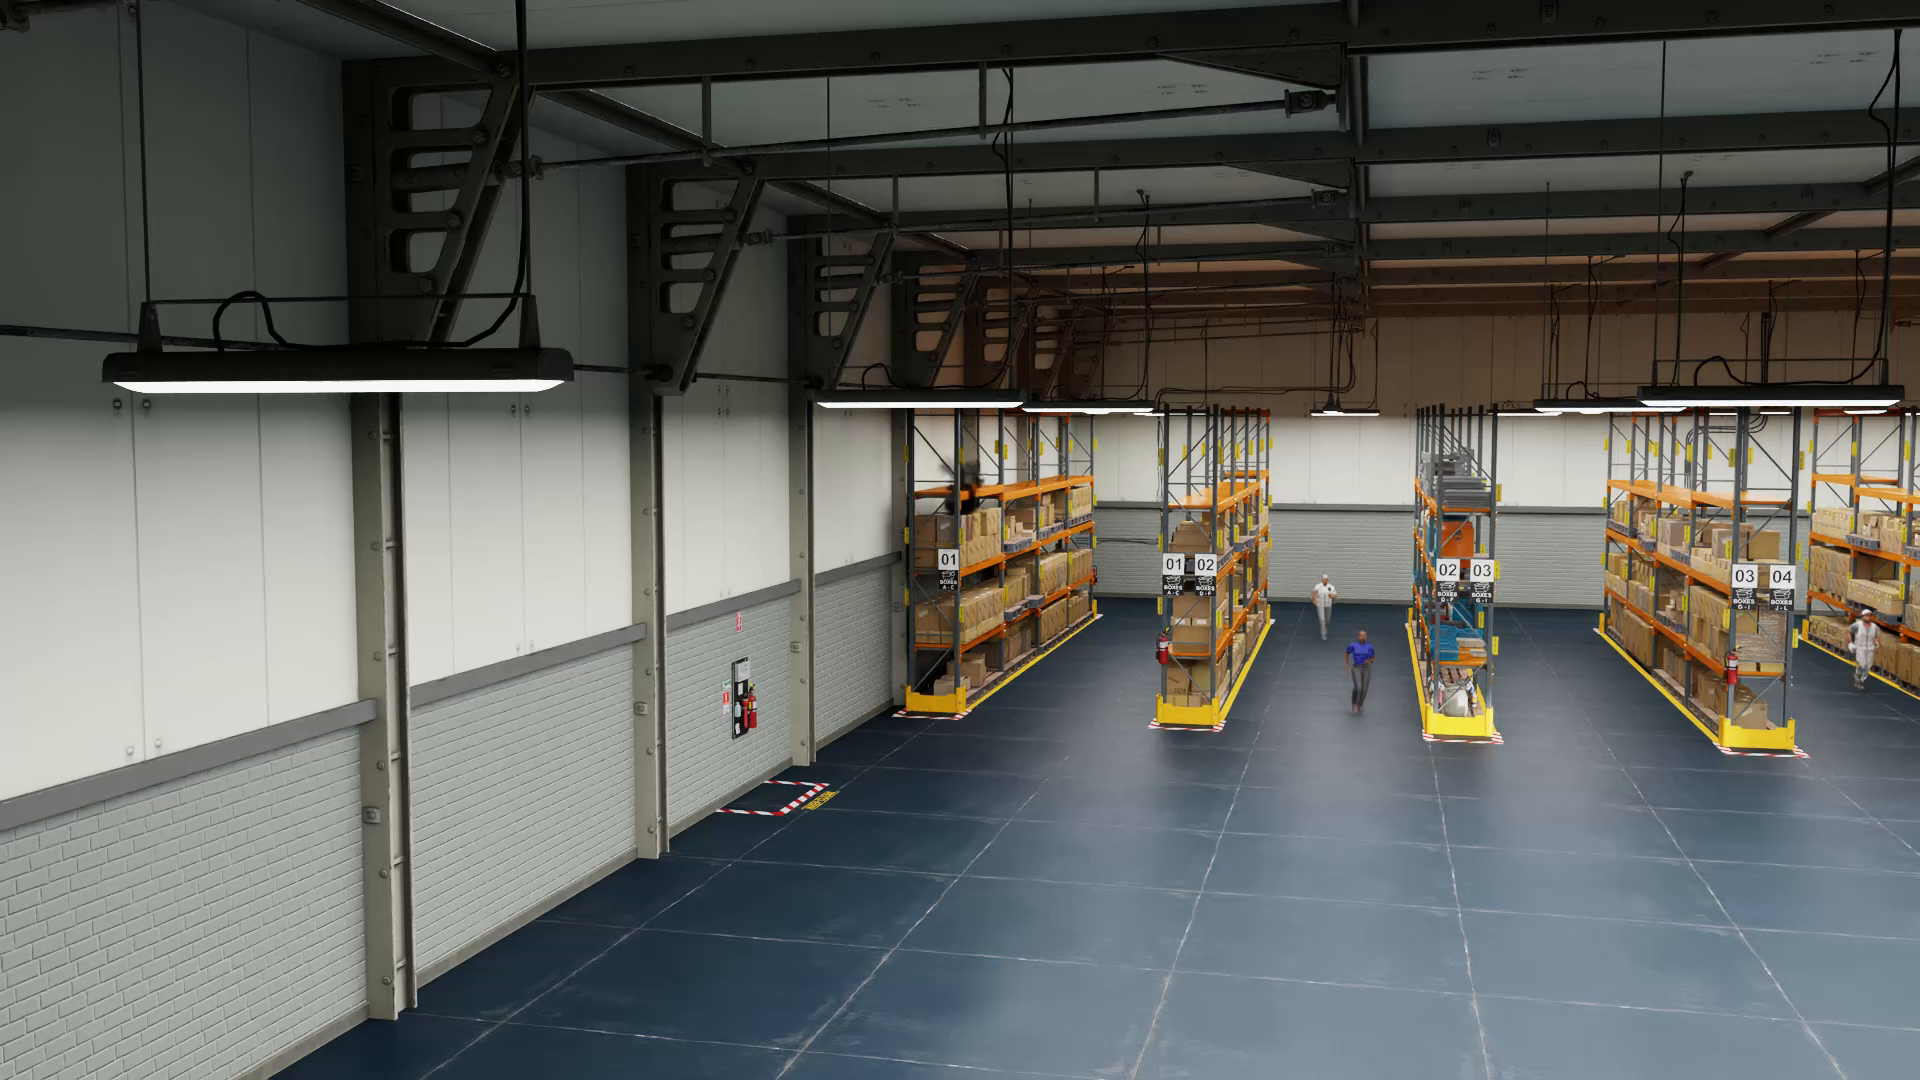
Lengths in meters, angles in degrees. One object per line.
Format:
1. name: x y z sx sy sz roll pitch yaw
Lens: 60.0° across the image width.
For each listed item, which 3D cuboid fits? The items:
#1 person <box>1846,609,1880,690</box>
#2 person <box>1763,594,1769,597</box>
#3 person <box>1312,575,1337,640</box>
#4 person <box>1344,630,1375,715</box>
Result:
1. person: 18.983 2.308 34.890 0.587 1.726 0.728 1 4 8
2. person: 21.535 1.663 44.396 0.844 1.755 0.777 -1 4 -19
3. person: 9.477 1.725 43.228 0.605 1.654 0.933 0 4 4
4. person: 7.746 2.559 32.135 0.545 1.644 0.664 0 4 1
